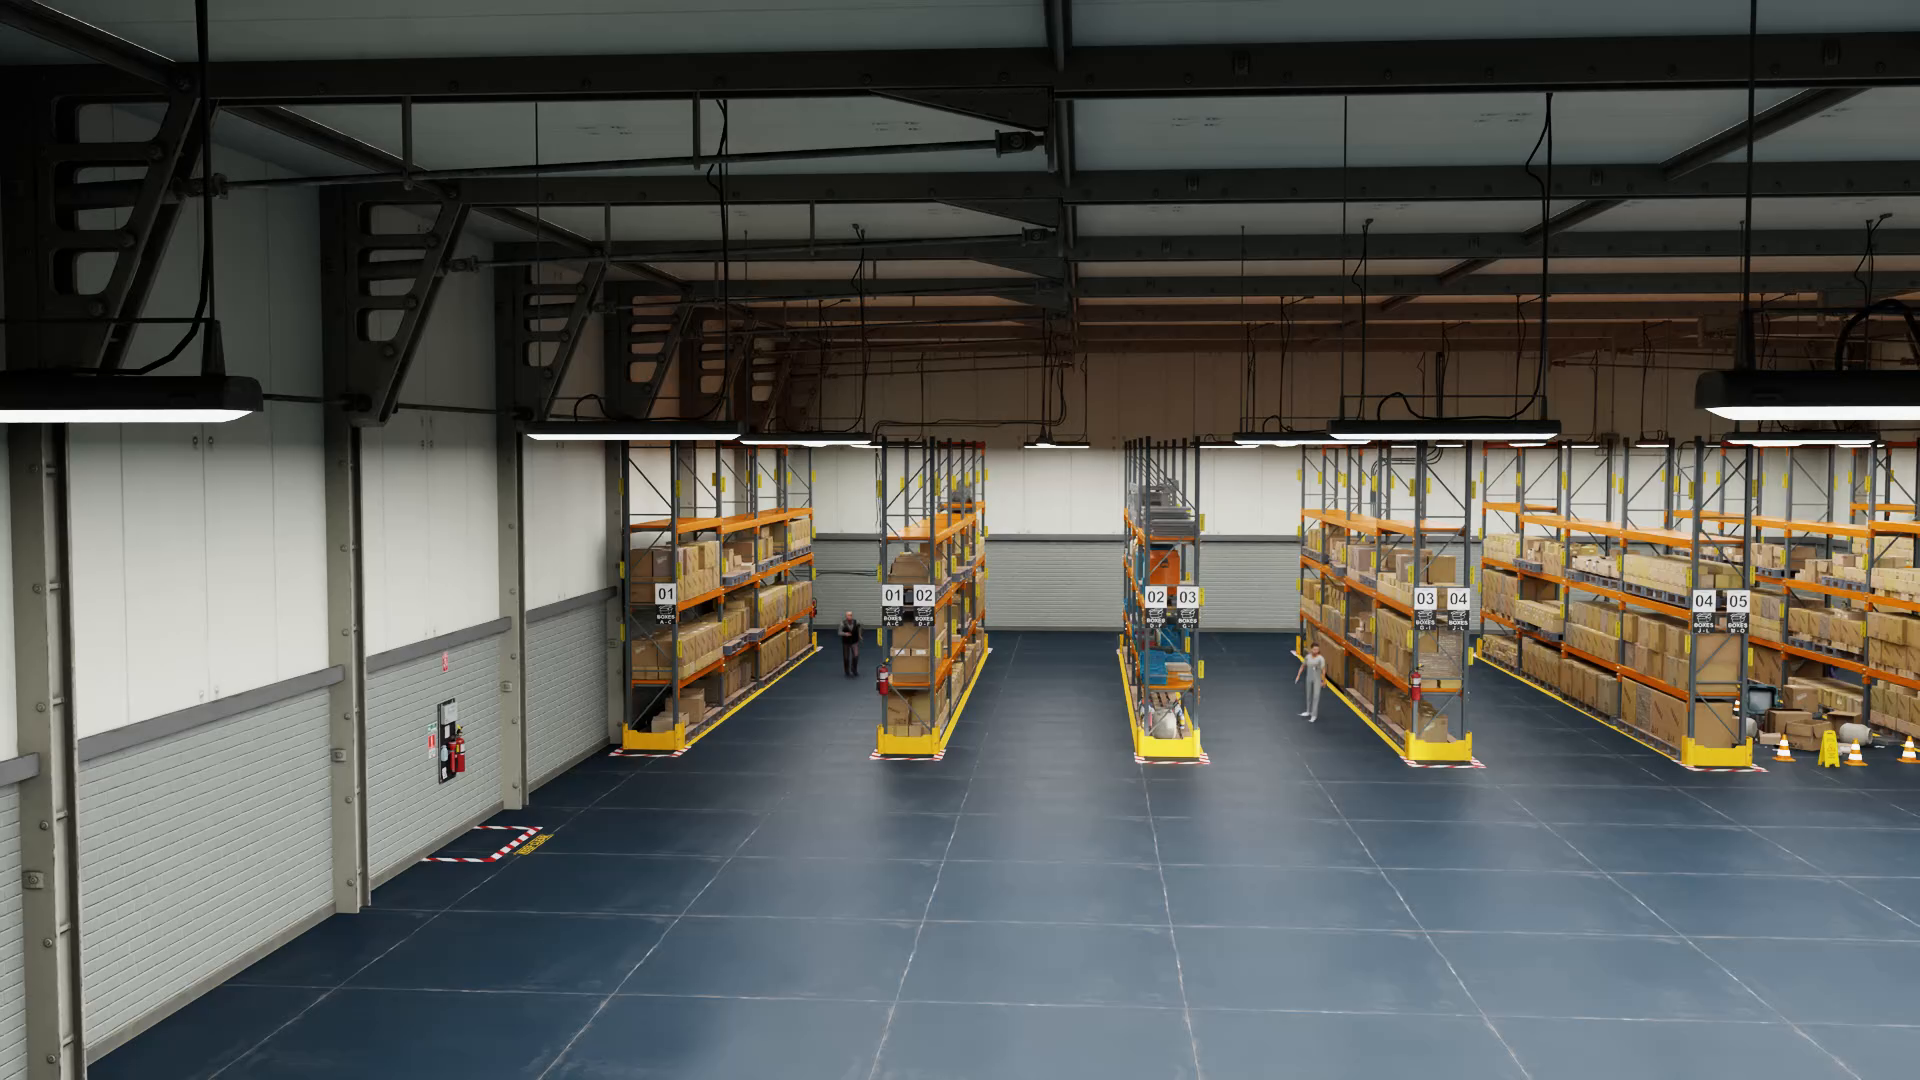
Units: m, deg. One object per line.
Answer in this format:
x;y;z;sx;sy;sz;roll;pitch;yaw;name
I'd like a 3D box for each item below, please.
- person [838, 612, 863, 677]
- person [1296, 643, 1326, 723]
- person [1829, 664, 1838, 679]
-2.791;2.638;42.285;0.648;1.663;0.960;0;3;-9;person
7.497;3.005;35.460;0.610;1.664;0.761;2;4;37;person
20.919;2.791;39.835;0.581;1.640;0.913;0;3;2;person
